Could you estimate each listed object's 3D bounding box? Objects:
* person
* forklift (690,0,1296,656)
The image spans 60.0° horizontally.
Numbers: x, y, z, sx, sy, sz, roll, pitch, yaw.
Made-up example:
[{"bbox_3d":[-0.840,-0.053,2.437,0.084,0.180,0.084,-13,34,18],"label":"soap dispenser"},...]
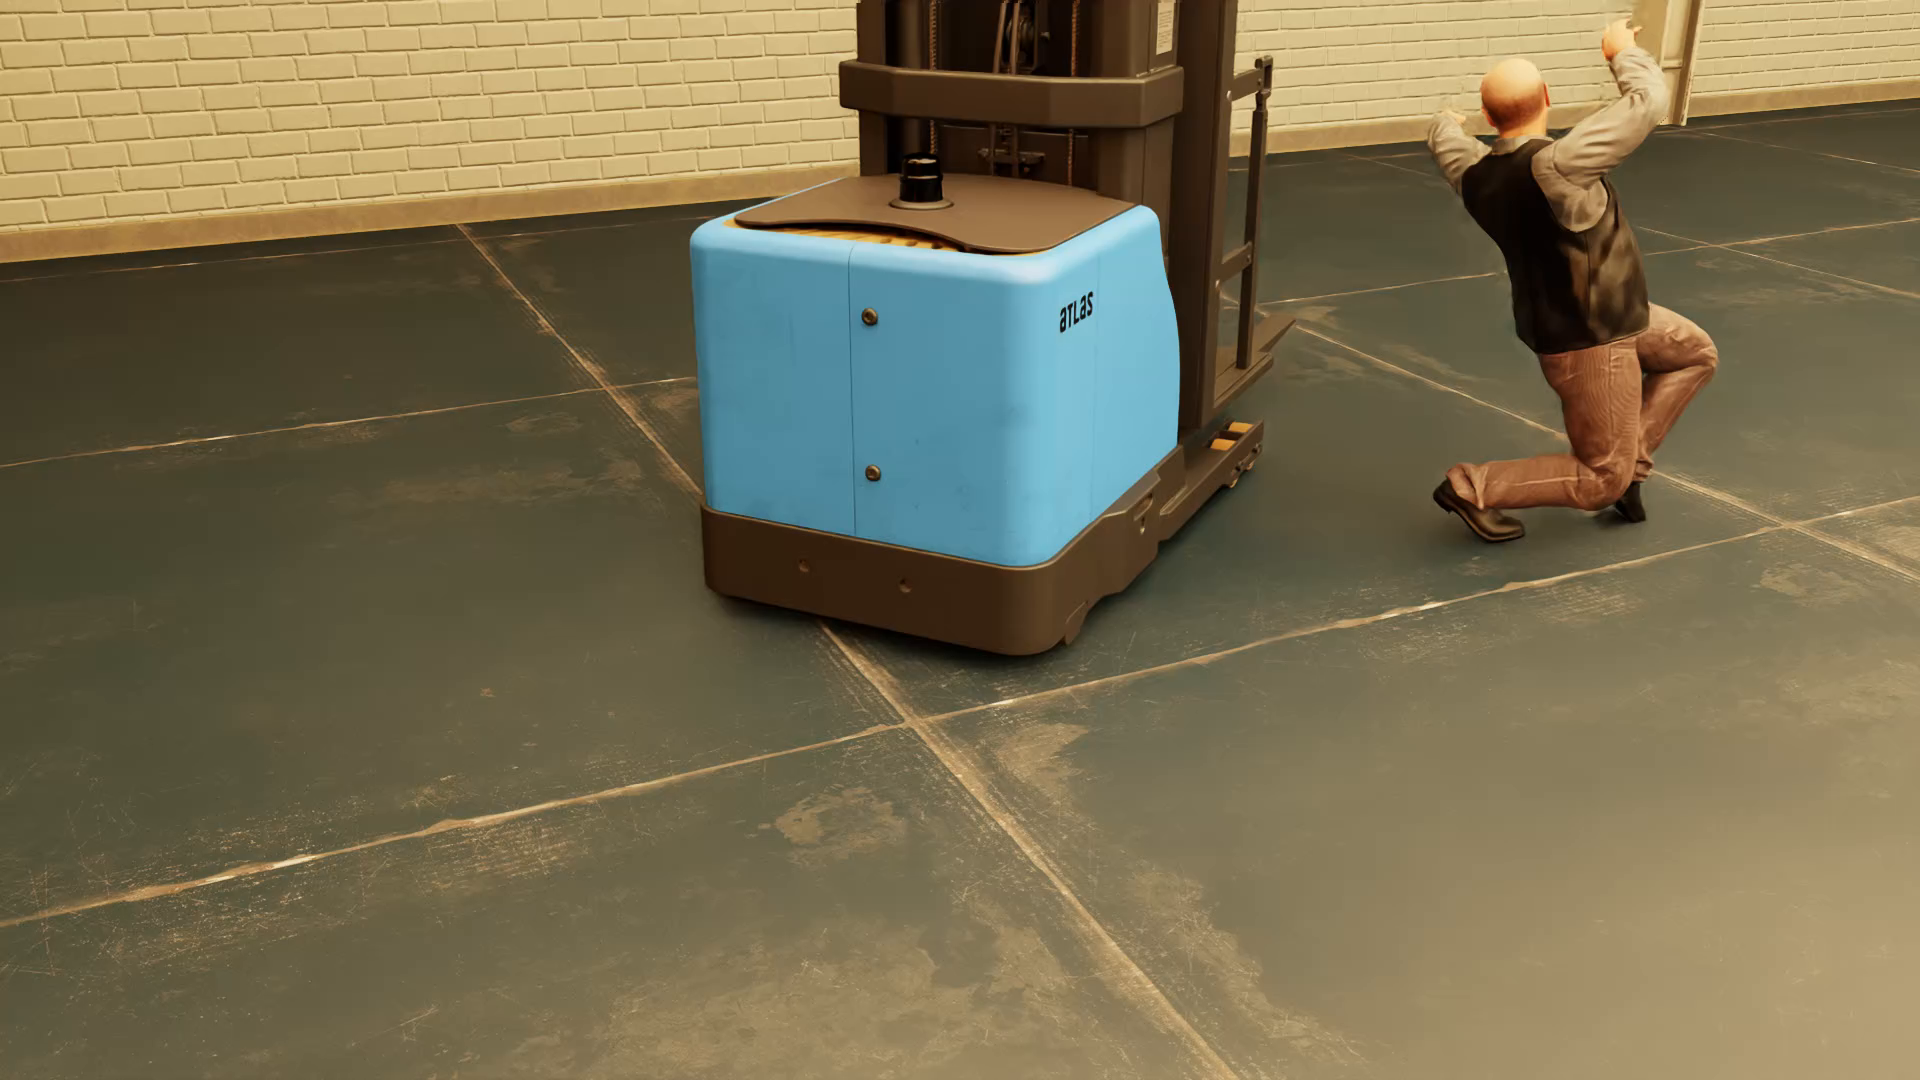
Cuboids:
[{"bbox_3d":[1.878,-0.805,5.103,0.872,1.540,1.064,1,23,3],"label":"person"},{"bbox_3d":[0.388,-1.590,5.114,1.130,2.935,3.031,11,25,24],"label":"forklift"}]
